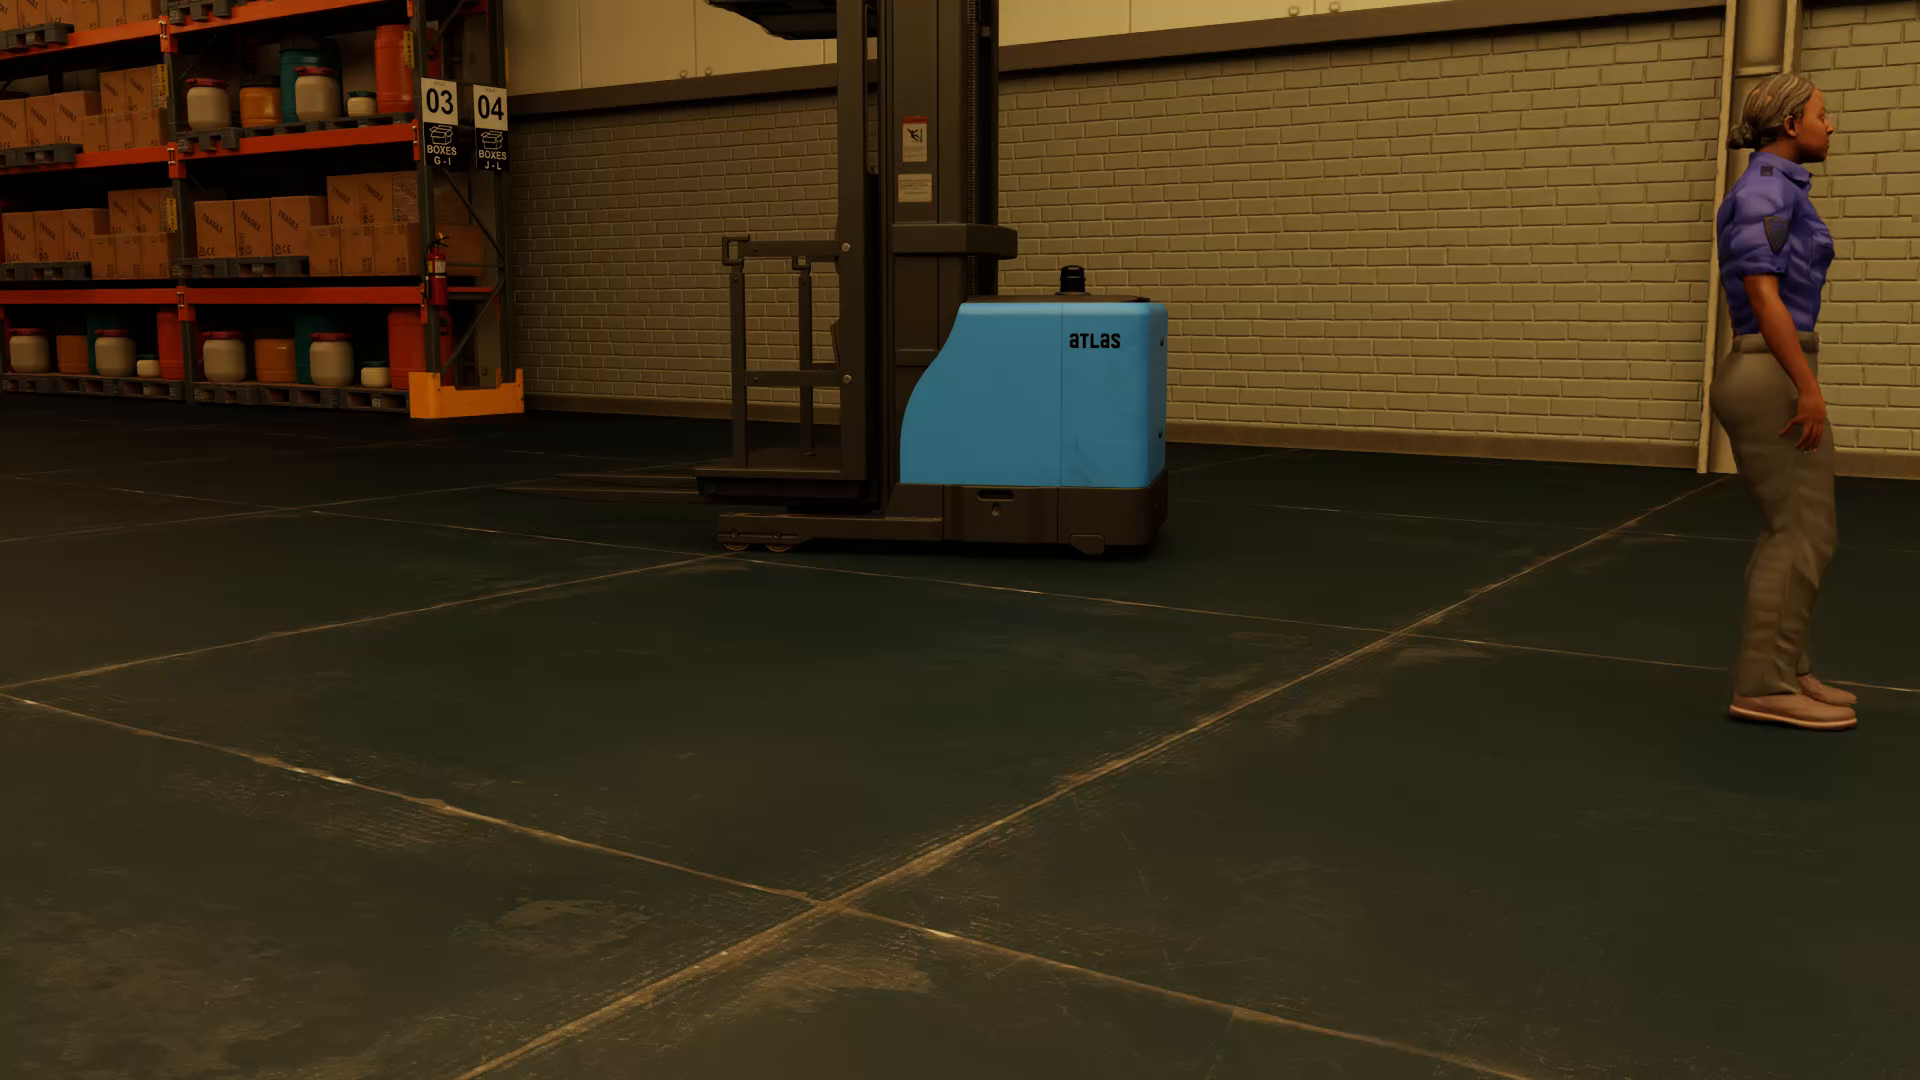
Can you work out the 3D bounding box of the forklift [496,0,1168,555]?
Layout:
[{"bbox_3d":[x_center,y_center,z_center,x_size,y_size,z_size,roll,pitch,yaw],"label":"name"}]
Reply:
[{"bbox_3d":[-0.596,-1.469,7.520,3.031,2.935,1.130,2,8,12],"label":"forklift"}]

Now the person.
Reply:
[{"bbox_3d":[2.176,-0.355,4.320,0.434,1.678,0.532,3,9,20],"label":"person"}]
